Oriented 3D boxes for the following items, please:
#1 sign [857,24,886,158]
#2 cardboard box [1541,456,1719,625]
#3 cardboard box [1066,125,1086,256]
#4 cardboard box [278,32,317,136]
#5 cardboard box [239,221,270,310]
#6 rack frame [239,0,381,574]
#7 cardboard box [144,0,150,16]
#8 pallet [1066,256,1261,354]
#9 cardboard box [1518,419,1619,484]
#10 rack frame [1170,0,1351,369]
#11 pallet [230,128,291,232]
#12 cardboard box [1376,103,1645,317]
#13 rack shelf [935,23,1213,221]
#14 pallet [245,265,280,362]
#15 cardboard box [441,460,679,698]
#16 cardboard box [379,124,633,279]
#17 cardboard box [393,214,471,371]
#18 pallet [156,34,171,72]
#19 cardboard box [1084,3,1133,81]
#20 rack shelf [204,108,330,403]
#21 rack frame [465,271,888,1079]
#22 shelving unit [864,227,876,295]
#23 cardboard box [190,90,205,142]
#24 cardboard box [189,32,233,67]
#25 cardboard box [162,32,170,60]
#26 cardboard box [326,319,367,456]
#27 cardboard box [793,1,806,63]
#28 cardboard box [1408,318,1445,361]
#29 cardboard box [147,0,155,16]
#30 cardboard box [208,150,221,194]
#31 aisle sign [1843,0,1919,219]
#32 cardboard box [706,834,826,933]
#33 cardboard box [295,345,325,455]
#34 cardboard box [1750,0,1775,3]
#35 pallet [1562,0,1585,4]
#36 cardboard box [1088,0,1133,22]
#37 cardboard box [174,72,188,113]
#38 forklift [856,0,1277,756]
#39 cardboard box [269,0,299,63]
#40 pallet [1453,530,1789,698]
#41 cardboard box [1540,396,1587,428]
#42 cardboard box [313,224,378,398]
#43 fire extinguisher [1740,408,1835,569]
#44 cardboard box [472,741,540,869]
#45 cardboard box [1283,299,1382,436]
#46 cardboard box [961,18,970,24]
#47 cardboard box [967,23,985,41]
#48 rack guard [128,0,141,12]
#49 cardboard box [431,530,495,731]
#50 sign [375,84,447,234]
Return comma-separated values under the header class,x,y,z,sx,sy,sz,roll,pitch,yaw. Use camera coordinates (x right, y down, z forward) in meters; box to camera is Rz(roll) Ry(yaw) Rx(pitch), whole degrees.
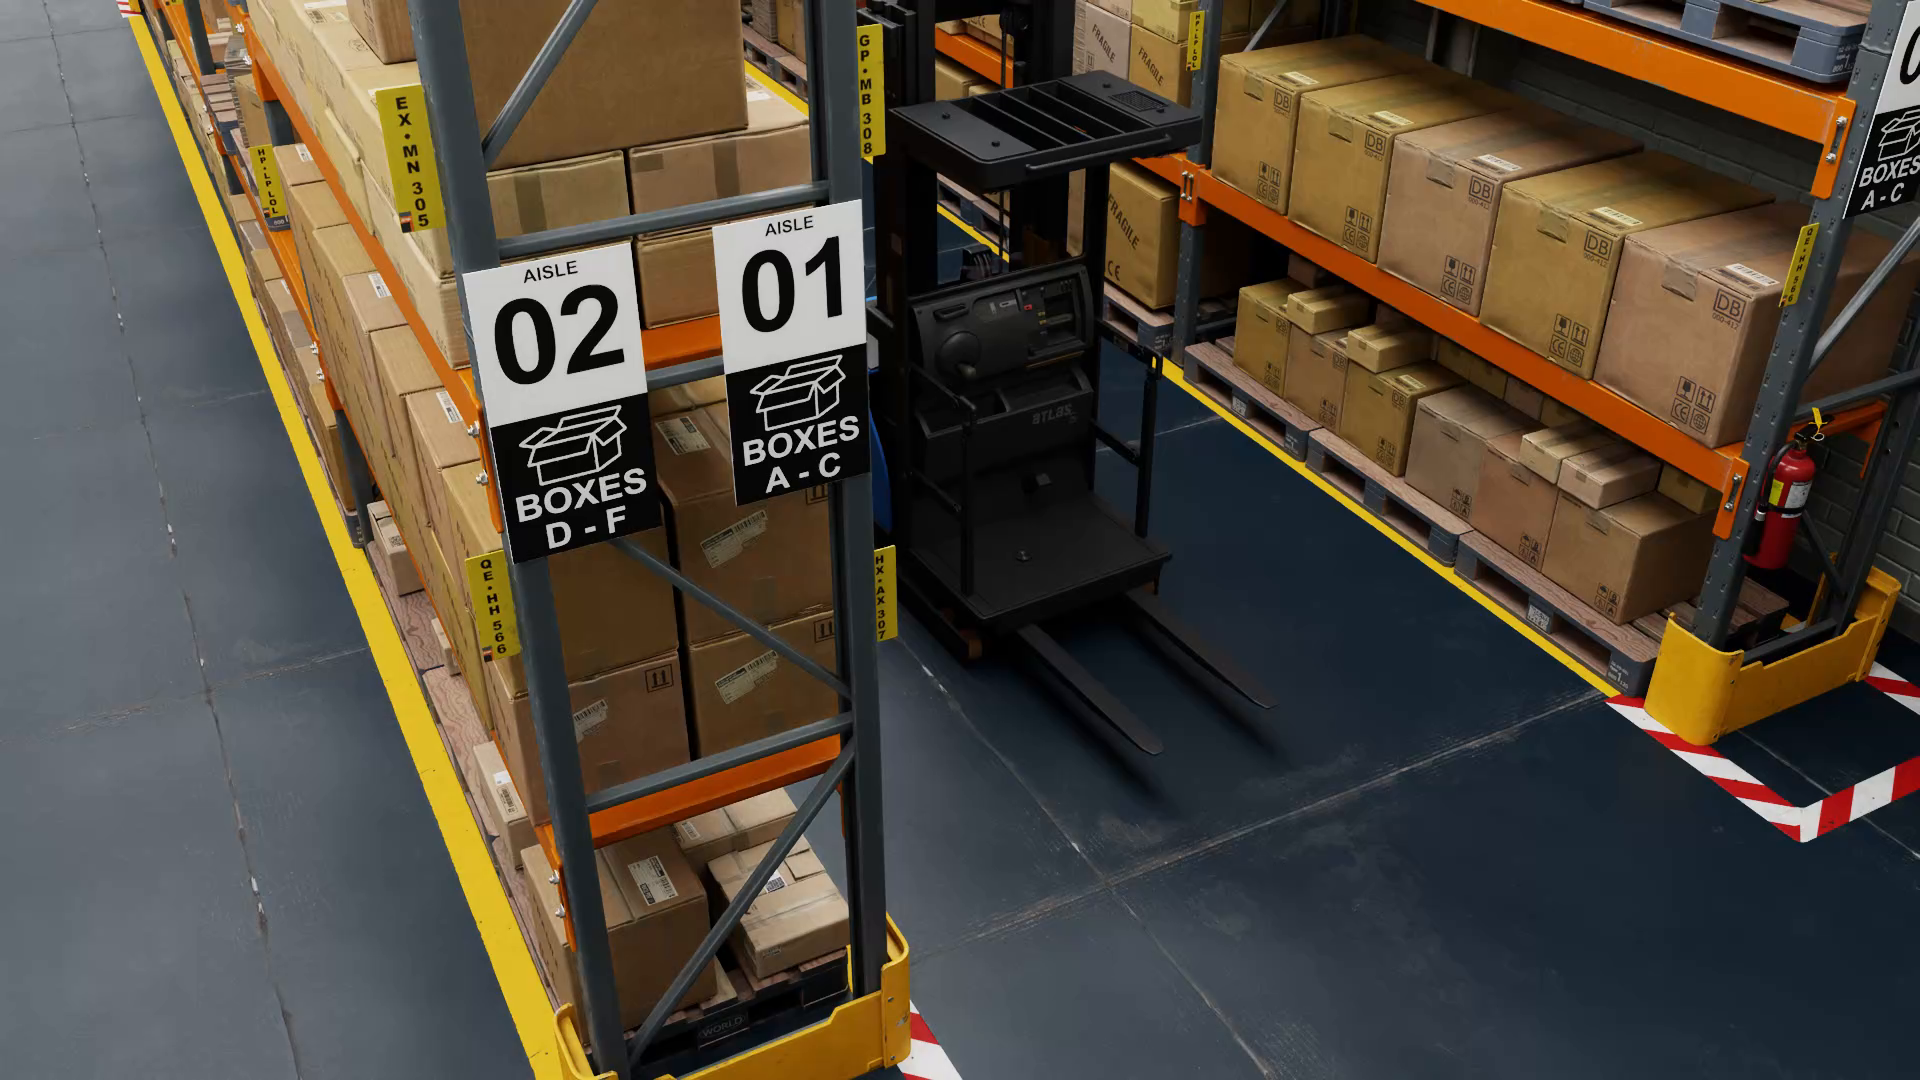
class,x,y,z,sx,sy,sz,roll,pitch,yaw
sign,-0.233,-1.102,4.099,0.100,0.325,0.005,-16,36,-23
cardboard box,3.252,-0.015,7.921,0.700,0.500,0.500,-16,36,-23
cardboard box,0.967,-2.464,11.418,0.750,0.750,0.750,-15,35,-22
cardboard box,-2.109,-1.670,5.935,0.500,0.250,0.500,-16,36,-23
cardboard box,-4.235,-1.747,10.606,0.500,0.500,0.500,-17,36,-25
rack frame,-2.578,-1.243,7.910,1.000,3.000,0.127,-16,36,-23
cardboard box,-7.884,-5.439,16.619,0.500,0.250,0.500,-16,36,-23
pallet,1.376,-1.666,11.155,1.003,0.211,1.213,-16,36,-23
cardboard box,2.912,-0.426,7.960,0.380,0.149,0.250,-15,36,-22
rack frame,1.802,-2.491,9.858,1.000,3.000,0.127,-16,36,-23
pallet,-3.532,-2.144,9.495,1.003,0.211,1.213,-16,36,-23
cardboard box,2.724,-1.660,8.282,0.980,0.700,0.700,-18,37,-25
rack shelf,0.870,-3.143,11.541,1.077,0.370,4.000,-16,36,-23
pallet,-4.129,-1.612,11.071,1.003,0.211,1.213,-16,36,-23
cardboard box,-1.164,0.059,4.857,0.500,0.500,0.500,-16,36,-24
cardboard box,-1.178,-0.926,4.309,0.500,0.250,0.500,-16,36,-23
cardboard box,-1.186,-0.713,4.441,0.500,0.250,0.500,-16,36,-23
pallet,-7.215,-4.860,16.140,1.003,0.211,1.213,-16,36,-23
cardboard box,1.117,-3.065,10.366,0.500,0.500,0.500,-16,36,-23
rack shelf,-3.511,-1.895,9.594,1.077,0.370,4.000,-16,36,-23
rack frame,-0.713,0.666,4.930,1.000,3.000,0.127,-16,36,-23
shelving unit,-0.754,-1.300,9.388,0.587,1.500,1.083,-18,37,-26
cardboard box,-5.618,-3.323,12.796,0.500,0.311,0.500,-15,36,-22
cardboard box,-5.107,-3.406,11.519,0.380,0.149,0.250,-16,36,-23
cardboard box,-6.942,-4.488,15.134,0.500,0.250,0.500,-16,36,-23
cardboard box,-2.340,-0.730,7.016,0.500,0.500,0.500,-15,36,-22
cardboard box,-1.082,-4.607,15.069,0.700,0.500,0.500,-15,36,-23
cardboard box,2.656,-1.128,9.056,0.380,0.149,0.250,-15,36,-23
cardboard box,-7.423,-5.276,15.670,0.500,0.500,0.500,-16,36,-23
cardboard box,-5.380,-2.847,12.573,0.500,0.250,0.500,-15,36,-22
aisle sign,3.435,-1.567,6.005,0.394,0.787,0.004,-16,36,-23
cardboard box,-0.721,1.268,6.209,0.380,0.166,0.250,-16,36,-23
cardboard box,-3.285,-0.777,9.092,0.500,0.500,0.500,-16,36,-23
cardboard box,3.091,-2.284,6.410,0.500,0.250,0.500,-15,35,-22
pallet,2.739,-2.742,7.551,1.003,0.211,1.213,-16,36,-23
cardboard box,1.128,-3.388,10.175,0.500,0.250,0.500,-15,36,-22
cardboard box,-6.339,-3.825,14.100,0.500,0.250,0.500,-17,36,-24
forklift,0.321,-0.942,7.504,1.130,2.935,3.031,-18,37,-25
cardboard box,-2.114,-1.879,5.798,0.500,0.250,0.500,-16,36,-23
pallet,3.225,0.230,8.195,1.003,0.211,1.213,-16,36,-23
cardboard box,3.135,-0.640,8.295,0.380,0.149,0.250,-16,36,-23
cardboard box,-2.127,-0.919,6.385,0.500,0.500,0.500,-17,36,-24
fire extinguisher,3.329,-0.204,6.706,0.296,0.674,0.183,-16,36,-23
cardboard box,-1.601,0.980,6.581,0.500,0.250,0.500,-16,36,-23
cardboard box,2.292,-0.992,9.446,0.700,0.500,0.500,-16,36,-24
cardboard box,0.173,-4.027,11.868,0.500,0.500,0.500,-15,35,-22
cardboard box,0.271,-3.728,12.002,0.380,0.149,0.250,-16,36,-24
rack guard,-8.184,-5.929,17.541,1.175,0.500,0.348,-16,36,-23
cardboard box,-1.408,0.232,5.515,0.500,0.500,0.500,-16,36,-23
sign,-1.214,-0.840,3.679,0.100,0.325,0.005,-16,36,-23
